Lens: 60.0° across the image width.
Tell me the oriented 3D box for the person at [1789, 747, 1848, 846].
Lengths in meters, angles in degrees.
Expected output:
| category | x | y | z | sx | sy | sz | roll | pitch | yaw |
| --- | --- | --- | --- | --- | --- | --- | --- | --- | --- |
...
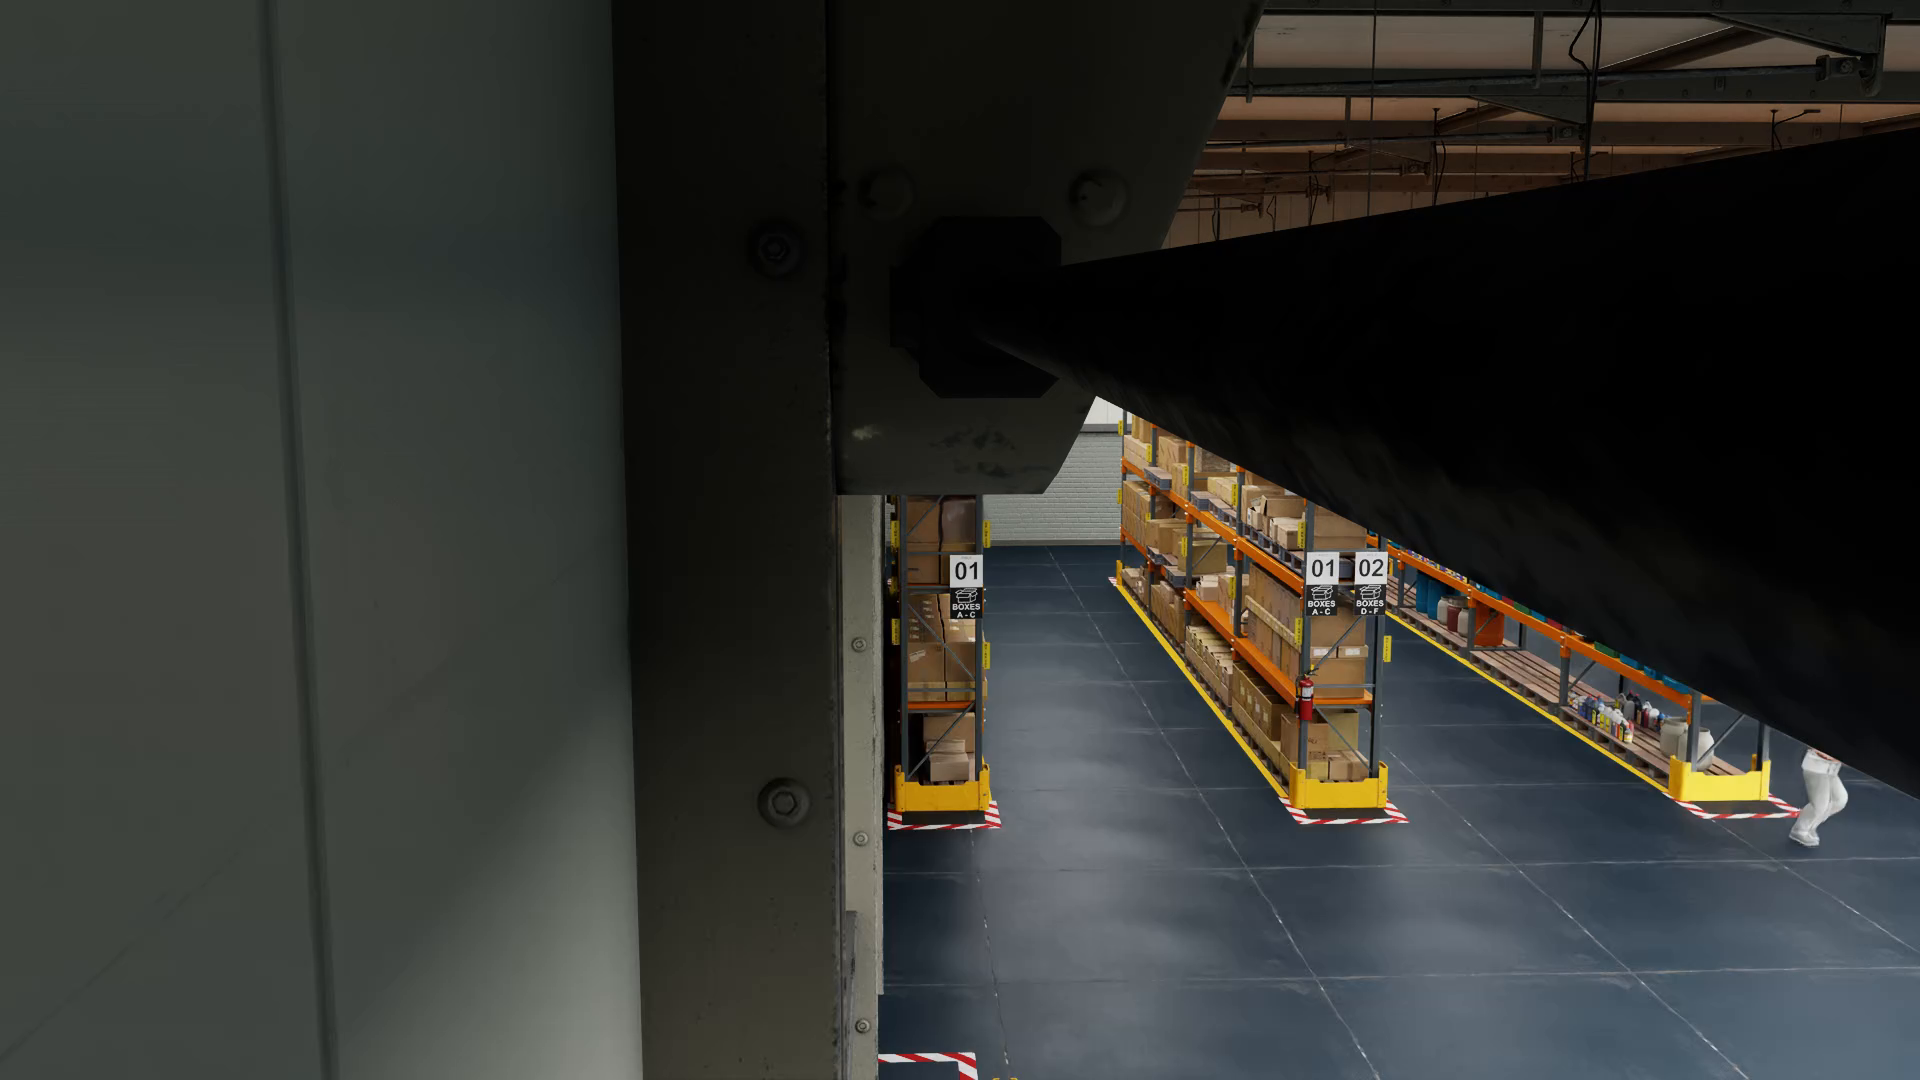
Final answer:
| category | x | y | z | sx | sy | sz | roll | pitch | yaw |
| --- | --- | --- | --- | --- | --- | --- | --- | --- | --- |
| person | 9.968 | 2.669 | 19.113 | 0.675 | 1.772 | 0.681 | 6 | 10 | 35 |
